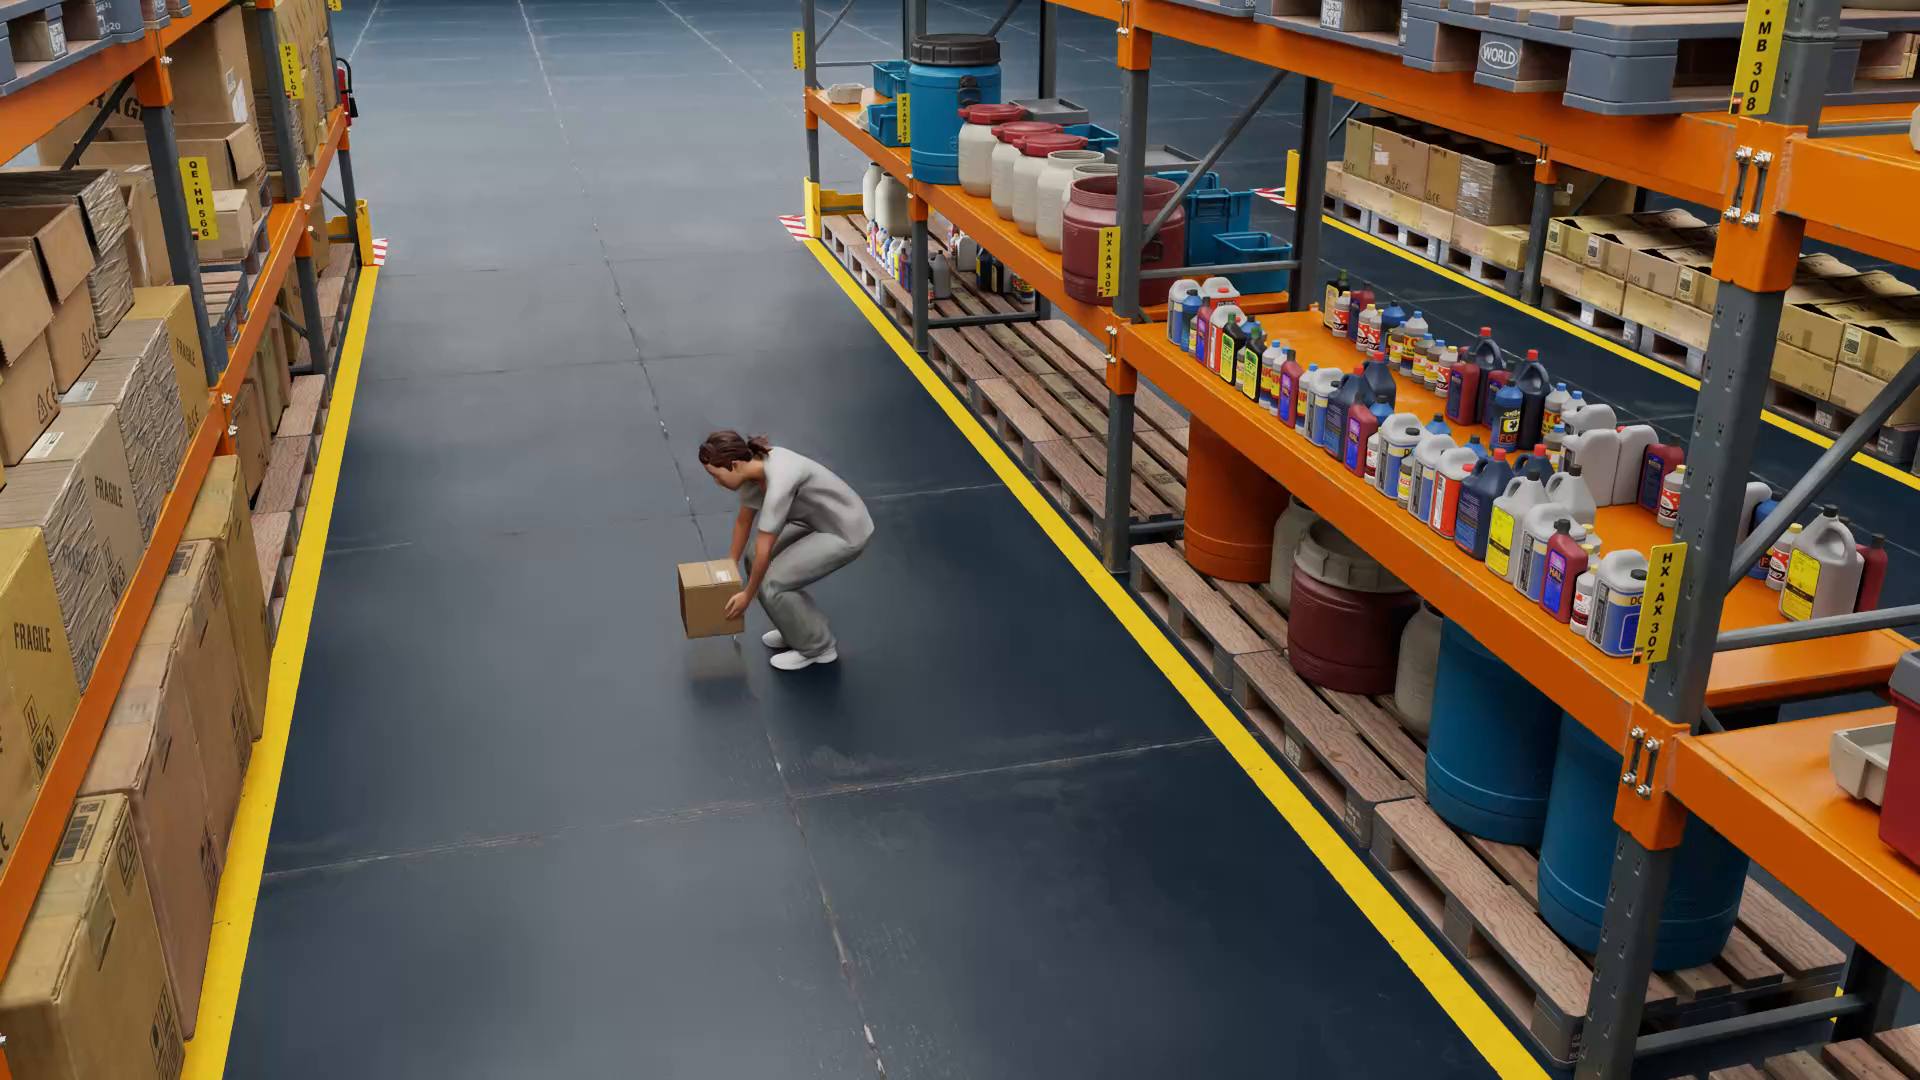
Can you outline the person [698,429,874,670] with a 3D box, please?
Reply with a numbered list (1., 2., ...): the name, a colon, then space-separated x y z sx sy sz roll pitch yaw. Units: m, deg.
1. person: -0.745 0.016 7.278 0.746 1.116 0.490 -6 24 -14
